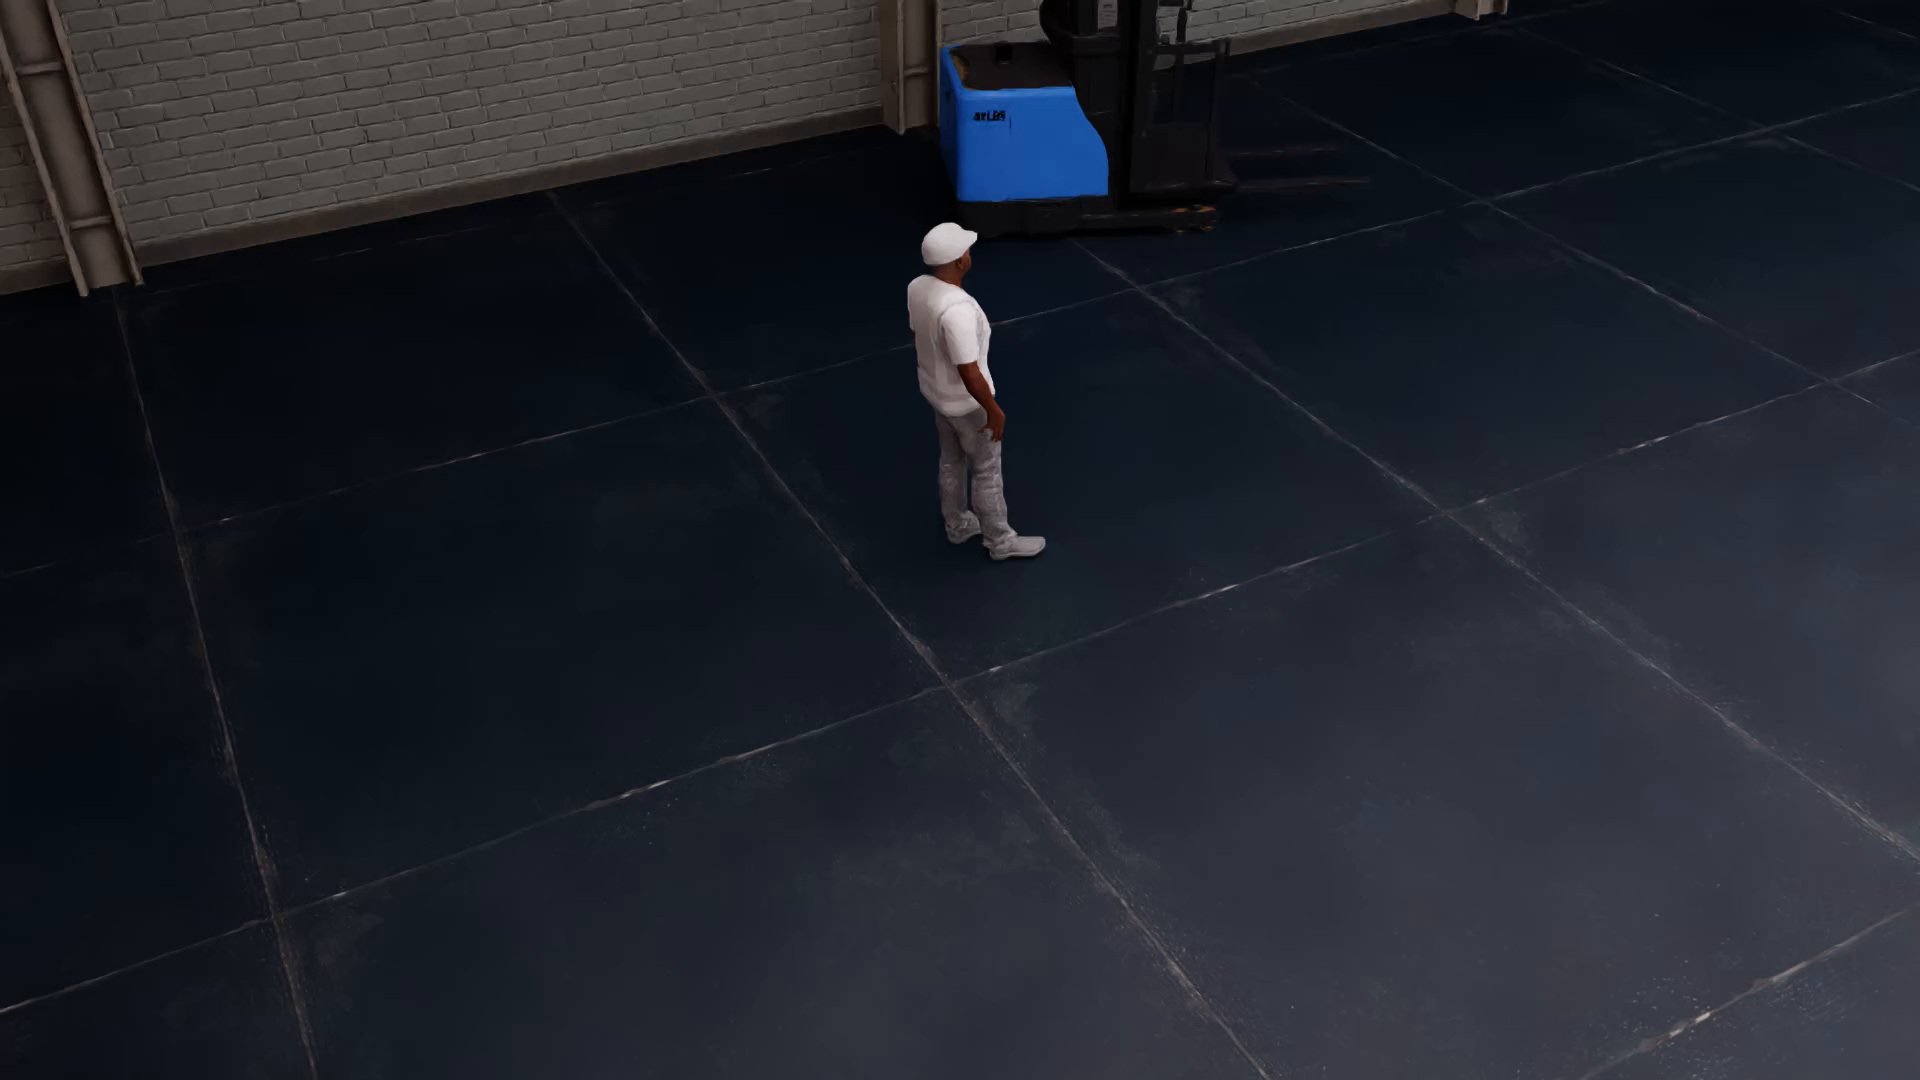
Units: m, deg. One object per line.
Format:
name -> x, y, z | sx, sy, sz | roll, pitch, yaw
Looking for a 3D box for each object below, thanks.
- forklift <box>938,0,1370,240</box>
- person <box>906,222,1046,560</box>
forklift -> 1.400, -3.668, 11.312 | 3.031, 2.935, 1.130 | -5, 36, -7
person -> 0.064, -0.743, 8.171 | 0.576, 1.766, 0.665 | -17, 39, -23
